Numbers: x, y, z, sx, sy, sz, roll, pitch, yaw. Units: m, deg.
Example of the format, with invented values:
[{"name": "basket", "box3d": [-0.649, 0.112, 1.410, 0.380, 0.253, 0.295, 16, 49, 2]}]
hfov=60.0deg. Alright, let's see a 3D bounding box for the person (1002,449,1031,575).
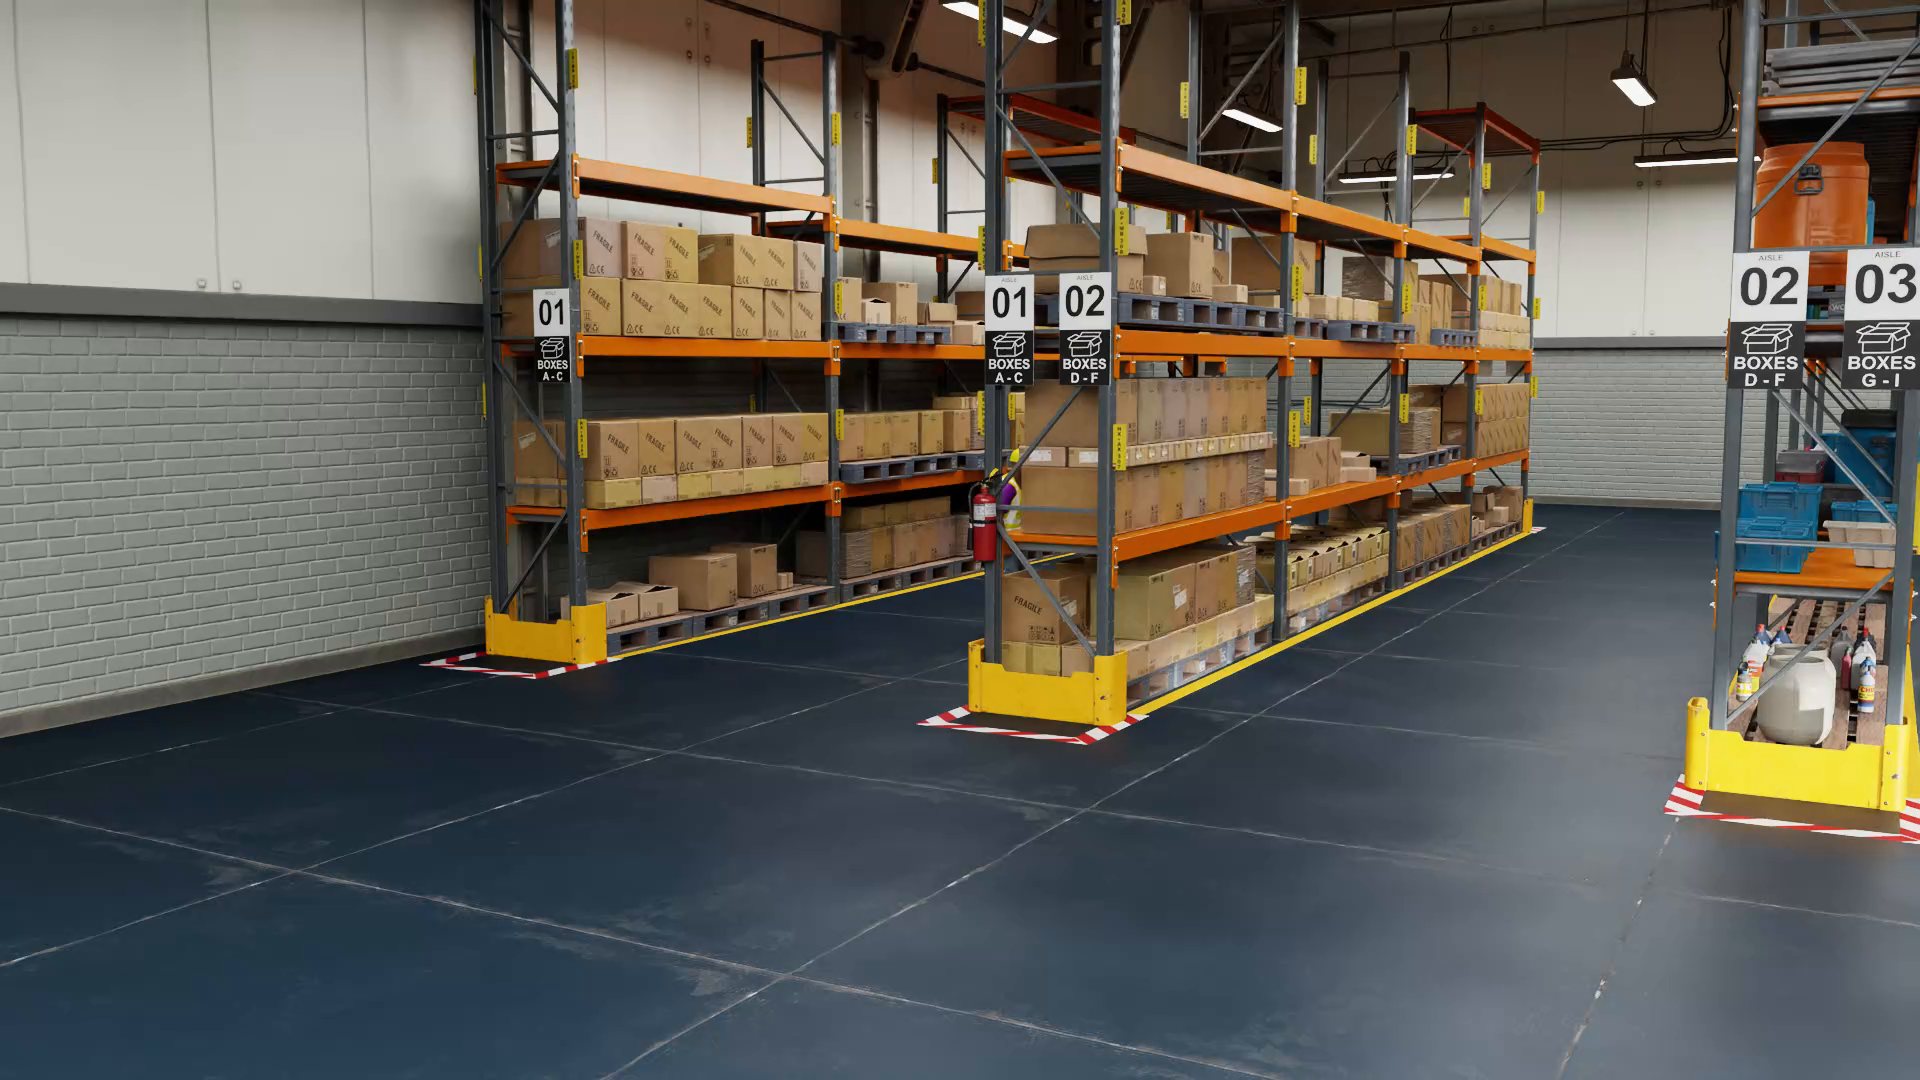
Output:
[{"name": "person", "box3d": [0.533, -0.008, 16.129, 0.463, 1.760, 0.635, 3, 7, 27]}]
